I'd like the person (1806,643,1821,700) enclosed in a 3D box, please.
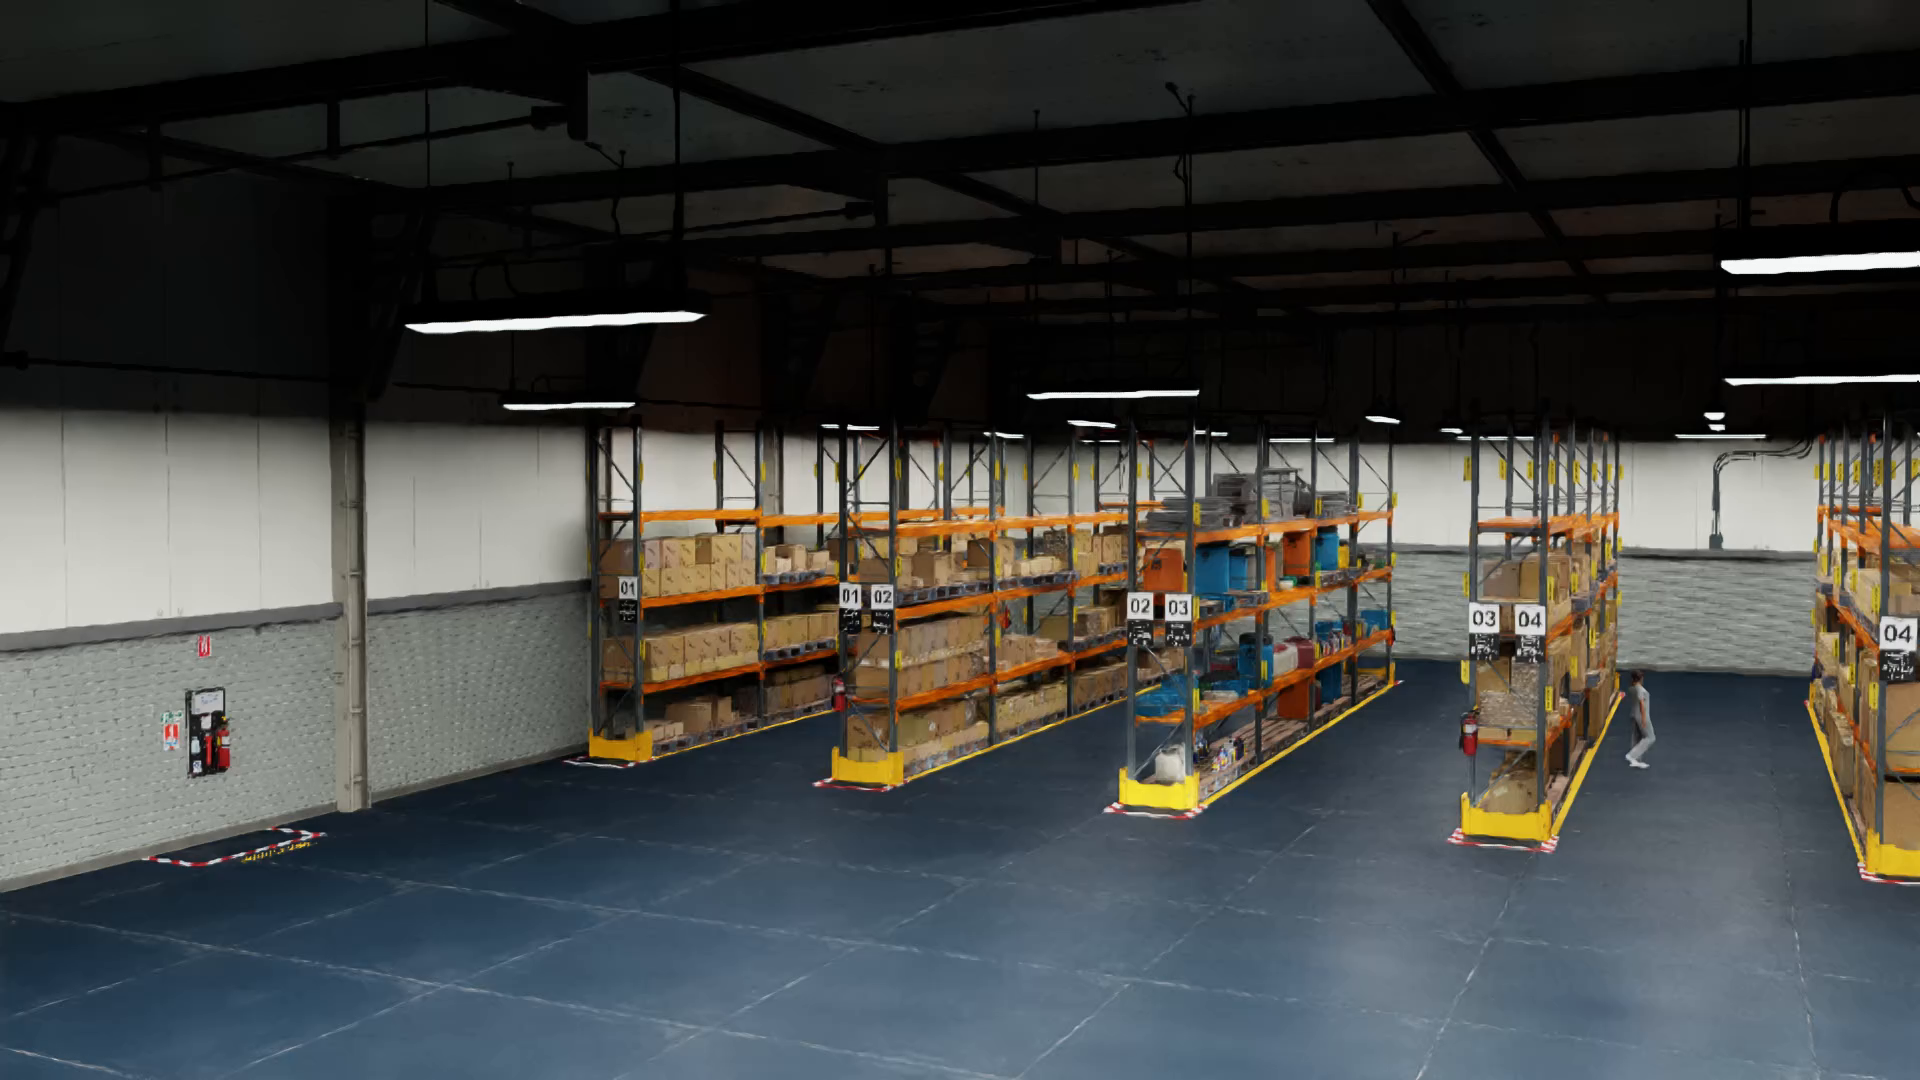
[{"bbox_3d":[18.848,2.700,36.251,0.558,1.638,0.546,0,2,-7],"label":"person"}]

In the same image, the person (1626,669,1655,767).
[{"bbox_3d":[11.442,3.013,28.054,0.435,1.669,0.492,0,2,-1],"label":"person"}]

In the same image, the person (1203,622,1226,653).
[{"bbox_3d":[7.061,2.230,45.804,0.720,1.756,0.463,-2,3,-34],"label":"person"}]
